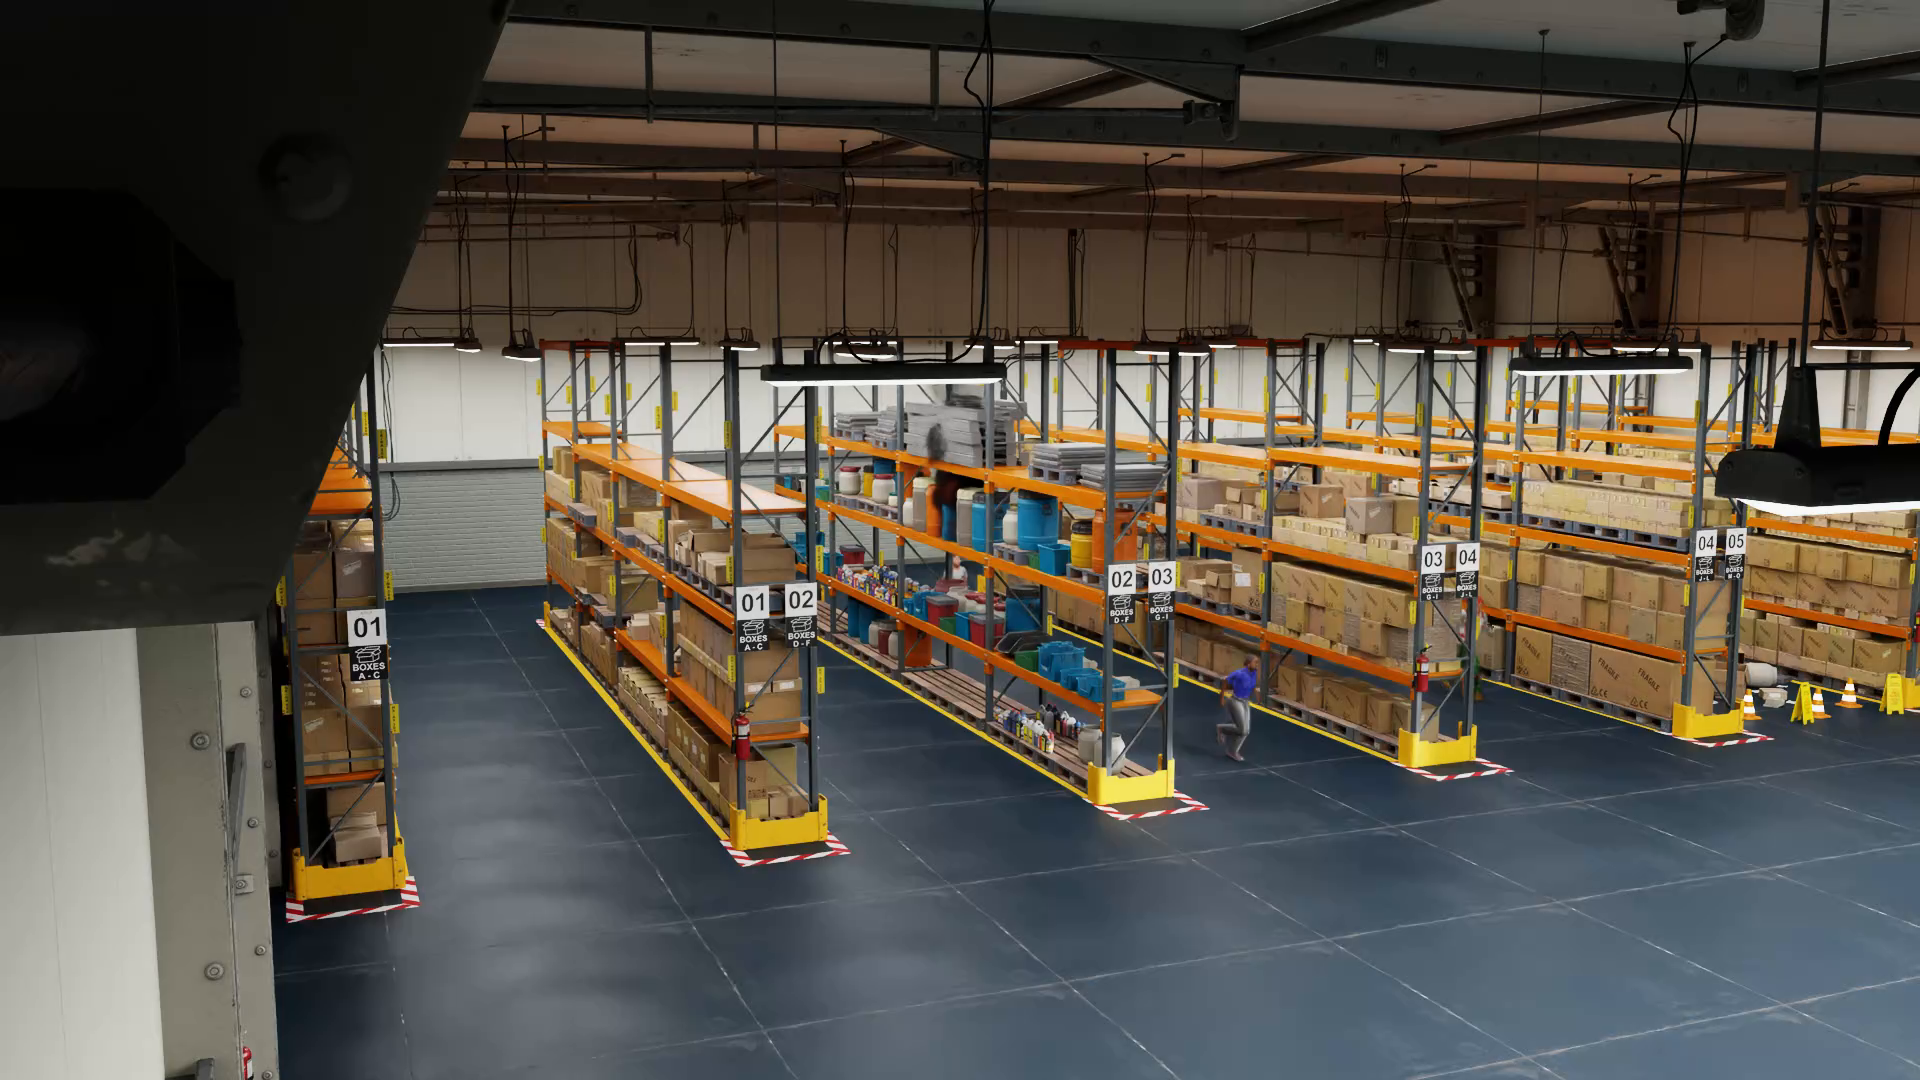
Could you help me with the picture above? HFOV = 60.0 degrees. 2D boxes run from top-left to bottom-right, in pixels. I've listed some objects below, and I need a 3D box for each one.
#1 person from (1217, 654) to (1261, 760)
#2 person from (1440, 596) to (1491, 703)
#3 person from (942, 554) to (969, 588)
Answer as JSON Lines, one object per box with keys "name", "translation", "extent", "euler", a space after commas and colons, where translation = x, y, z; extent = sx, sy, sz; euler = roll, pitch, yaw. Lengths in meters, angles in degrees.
{"name": "person", "translation": [4.079, 2.428, 24.281], "extent": [0.699, 1.574, 0.563], "euler": [7, 10, 43]}
{"name": "person", "translation": [8.571, 1.800, 28.250], "extent": [0.654, 1.794, 1.004], "euler": [-5, 9, -32]}
{"name": "person", "translation": [-0.065, 1.100, 34.081], "extent": [0.556, 1.637, 0.584], "euler": [-4, 8, -29]}
